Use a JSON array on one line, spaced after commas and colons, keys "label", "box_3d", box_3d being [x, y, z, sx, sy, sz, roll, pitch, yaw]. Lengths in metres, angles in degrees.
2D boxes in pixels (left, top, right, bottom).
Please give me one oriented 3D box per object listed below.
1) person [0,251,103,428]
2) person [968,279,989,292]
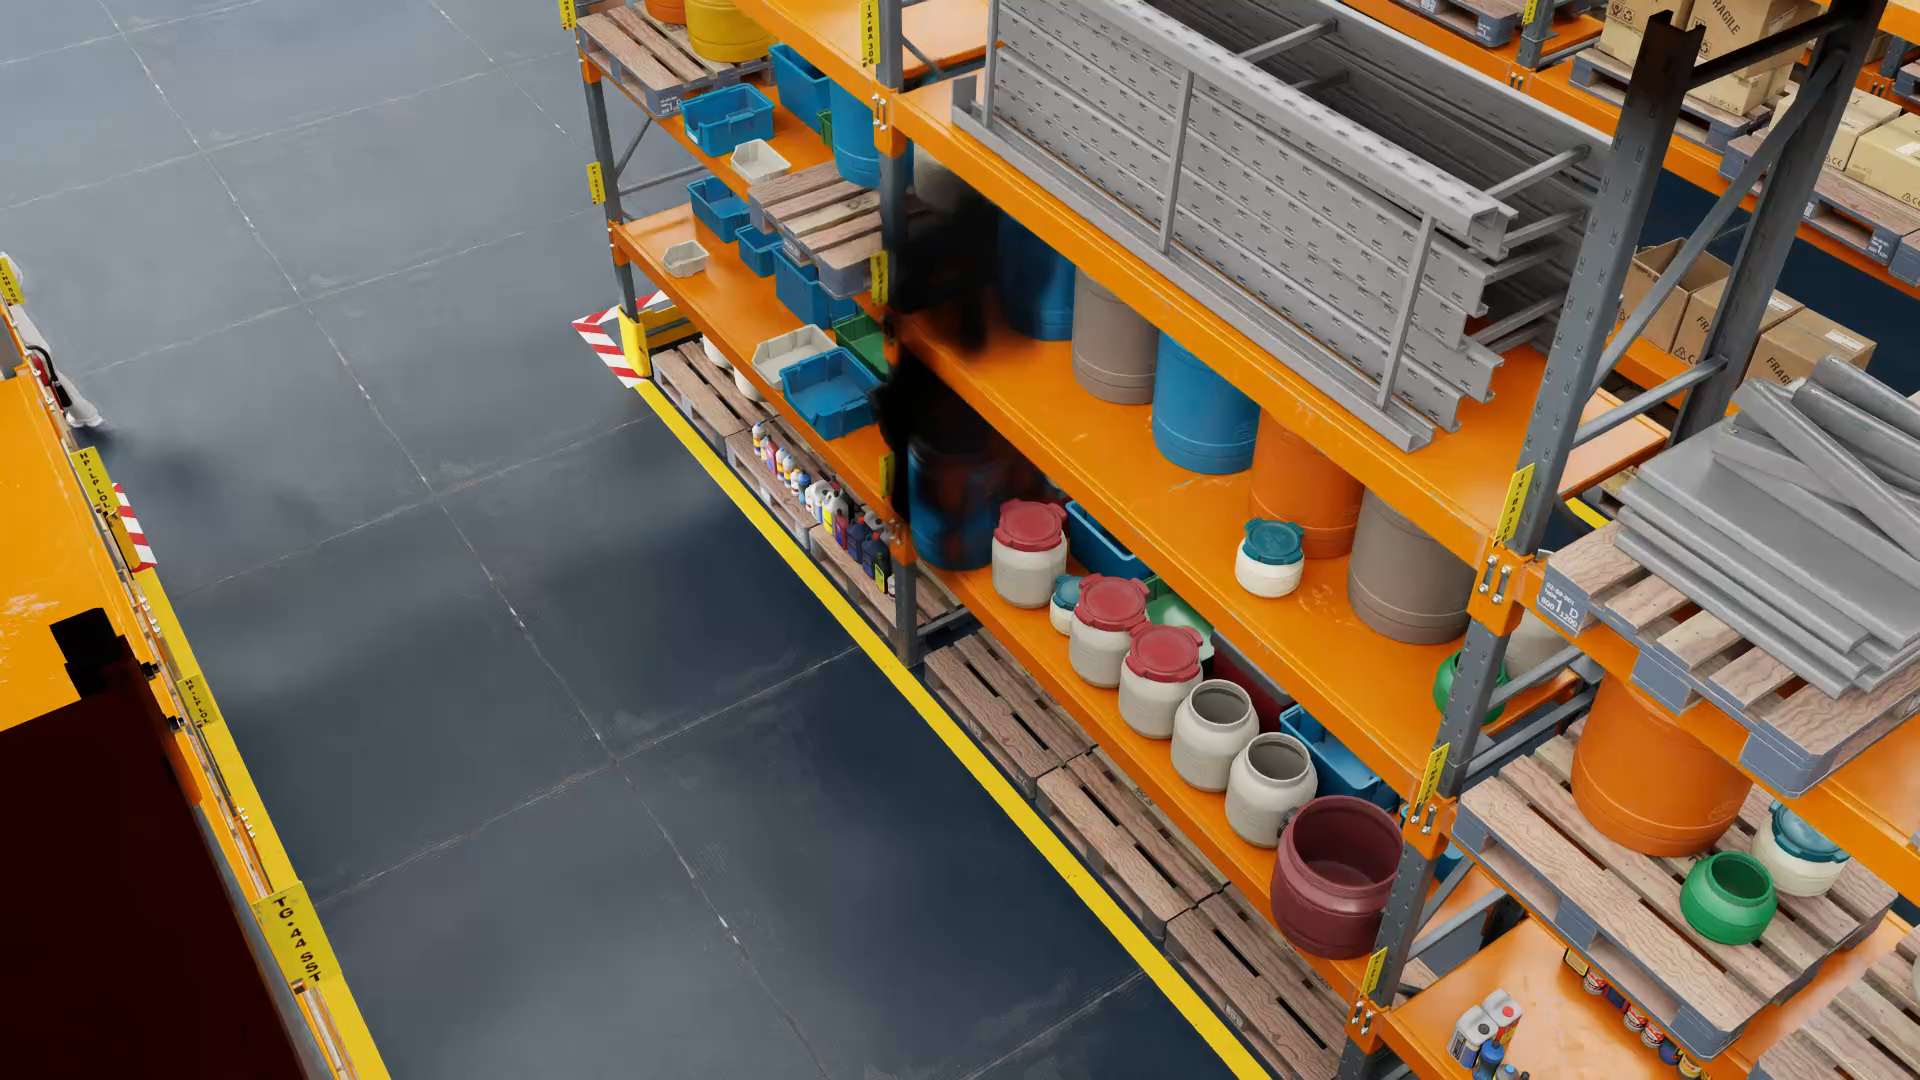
[{"label": "person", "box_3d": [-6.865, -1.425, 12.016, 0.762, 1.851, 0.706, 9, 43, 10]}, {"label": "person", "box_3d": [0.238, -2.348, 12.620, 0.724, 1.888, 0.736, -30, 51, -29]}]
